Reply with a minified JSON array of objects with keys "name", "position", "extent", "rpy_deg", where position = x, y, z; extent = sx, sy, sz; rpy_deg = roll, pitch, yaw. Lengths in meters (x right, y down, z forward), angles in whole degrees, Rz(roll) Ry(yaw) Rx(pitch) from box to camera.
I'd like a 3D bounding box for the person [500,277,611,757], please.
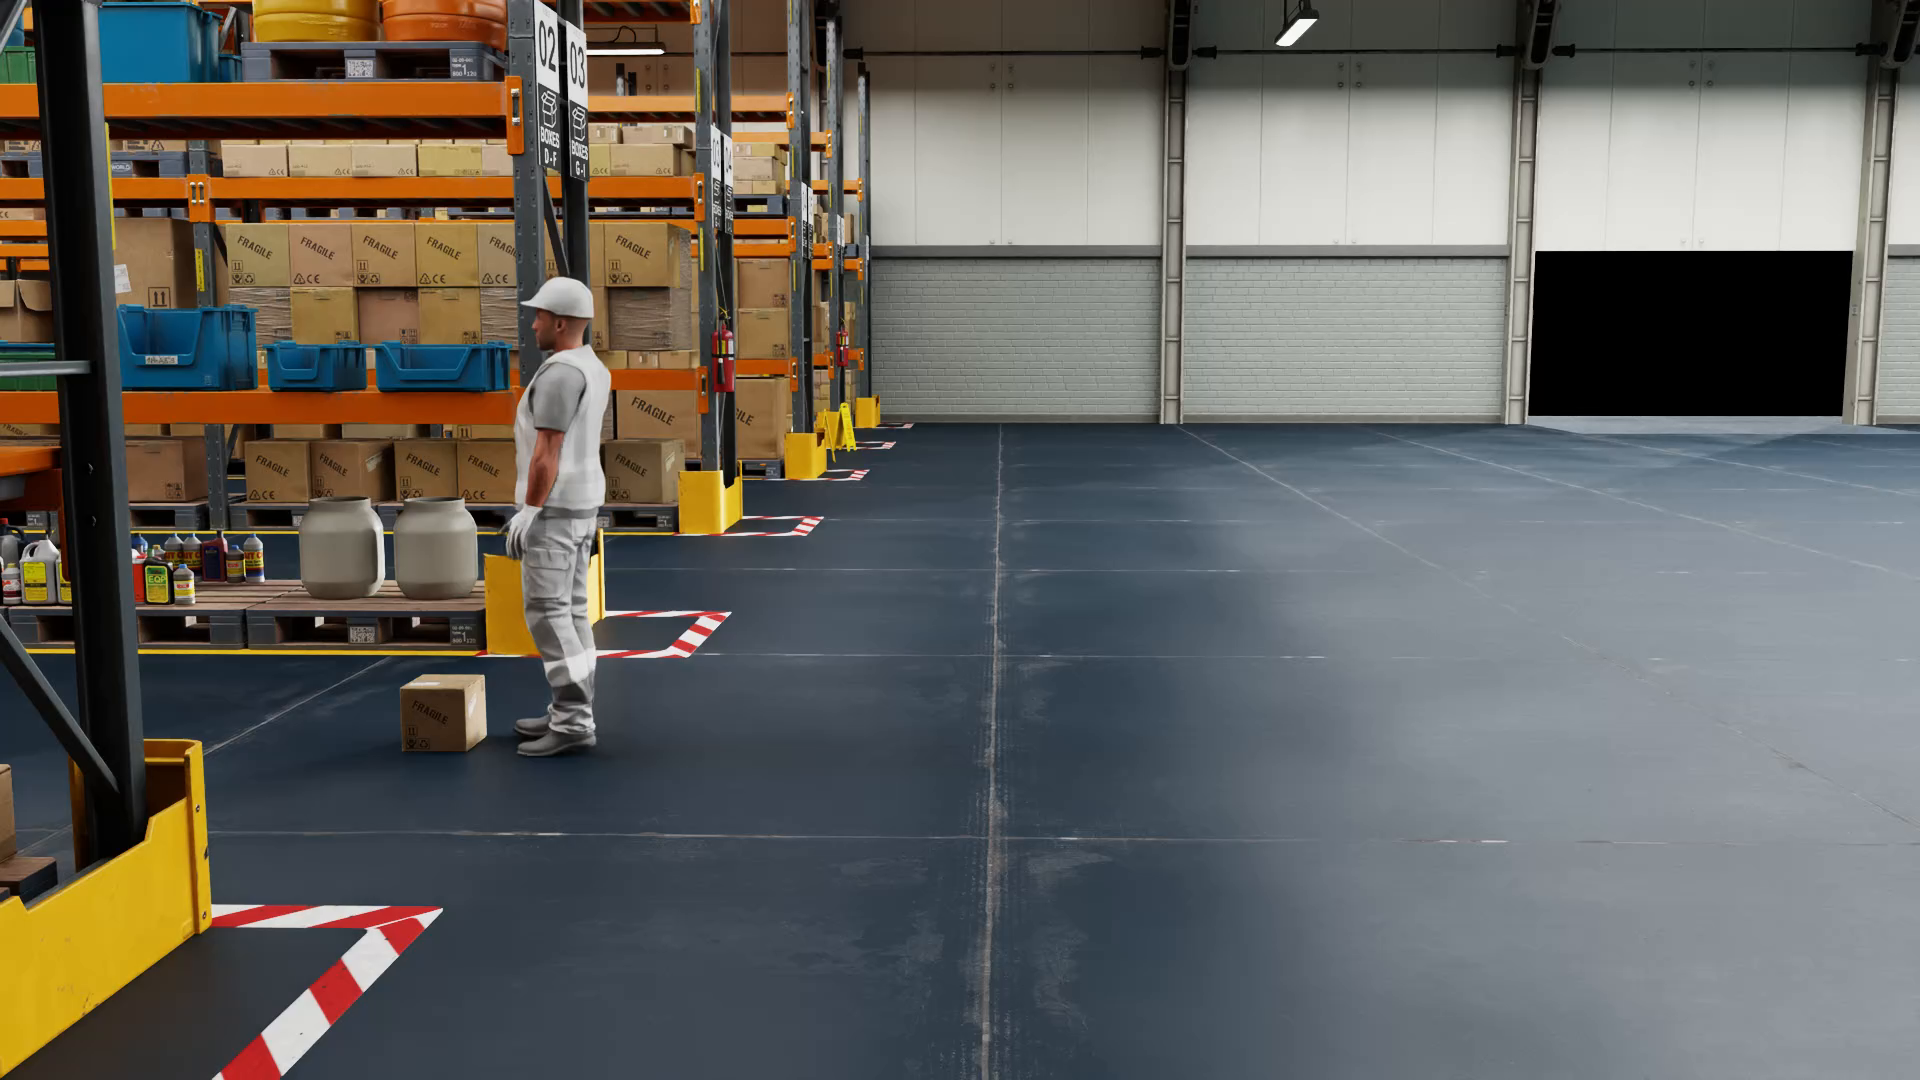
[{"name":"person","position":[-1.566,-0.093,6.370],"extent":[0.429,1.809,0.587],"rpy_deg":[0,7,2]}]
